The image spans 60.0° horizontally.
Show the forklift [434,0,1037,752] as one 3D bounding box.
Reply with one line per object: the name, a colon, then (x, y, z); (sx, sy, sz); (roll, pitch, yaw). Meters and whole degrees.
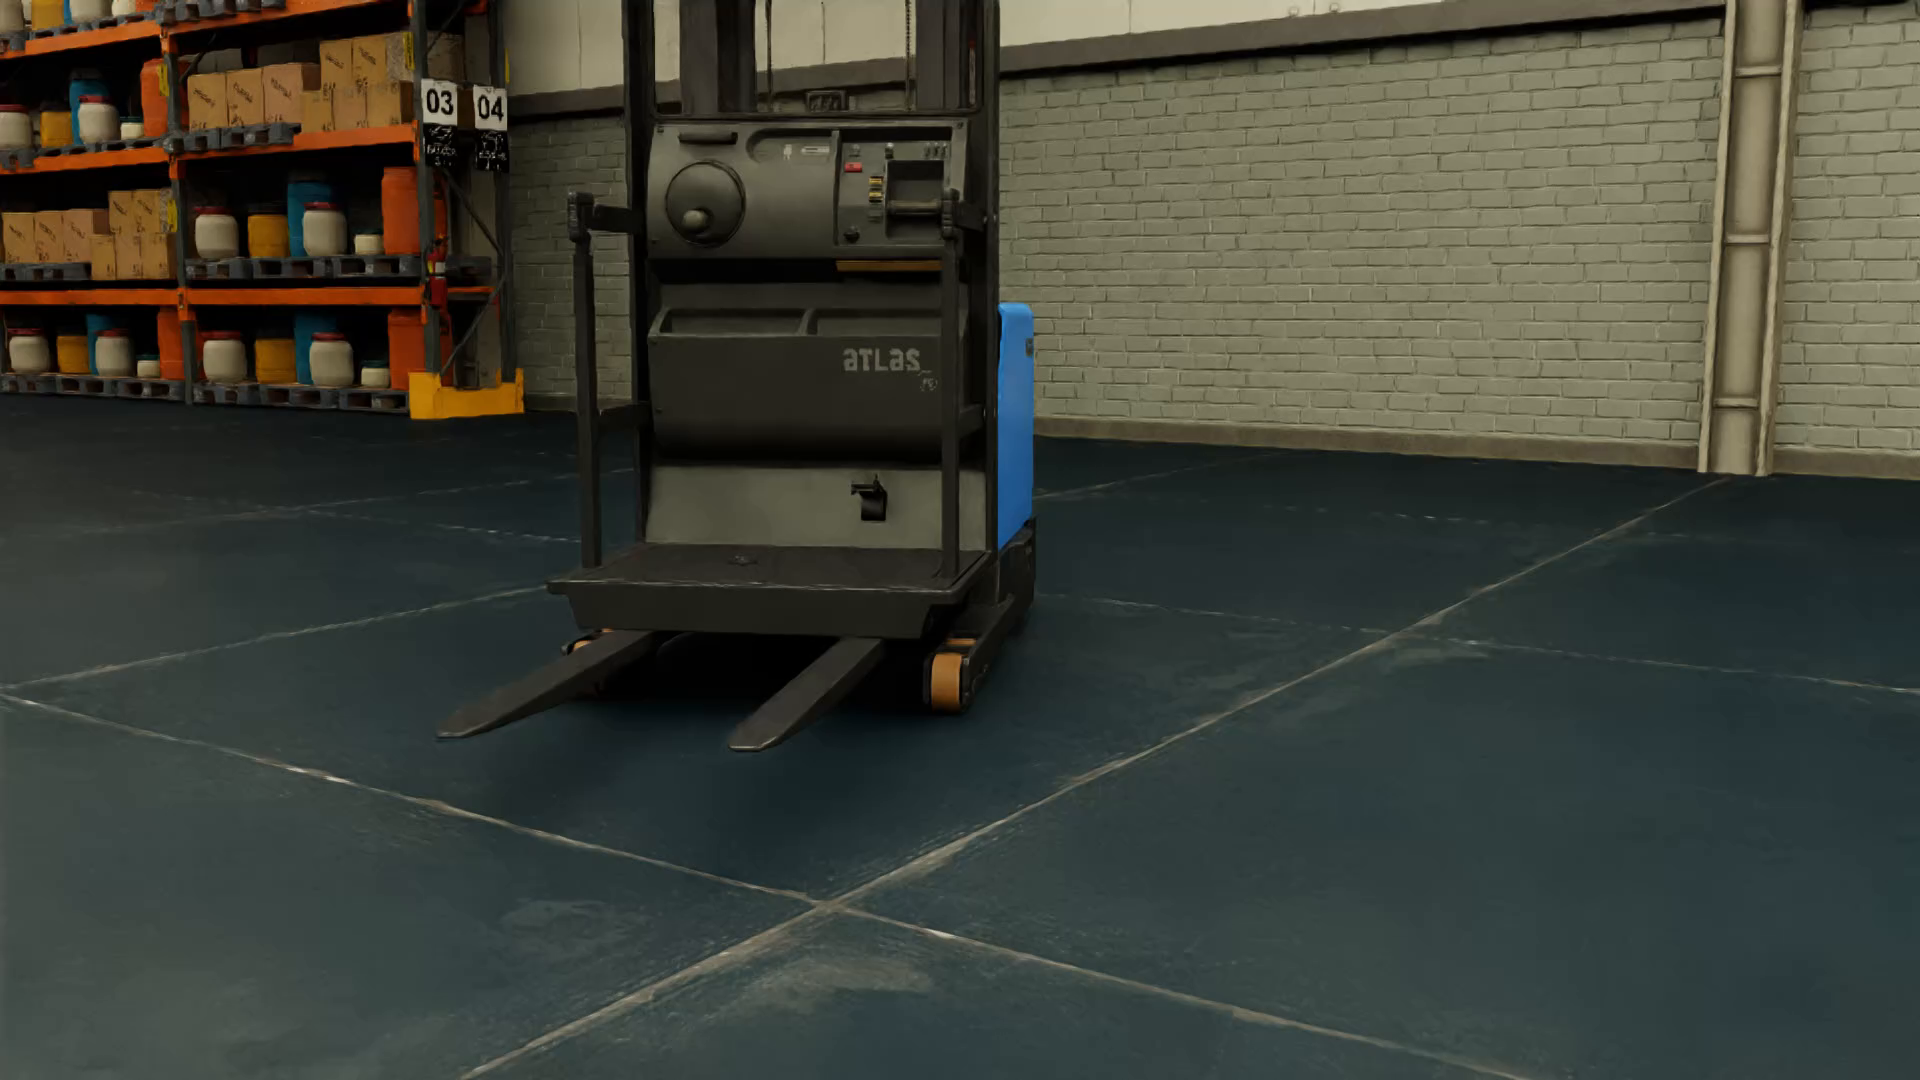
forklift: (-0.471, -1.047, 4.553); (1.130, 2.935, 3.031); (1, 8, 9)
